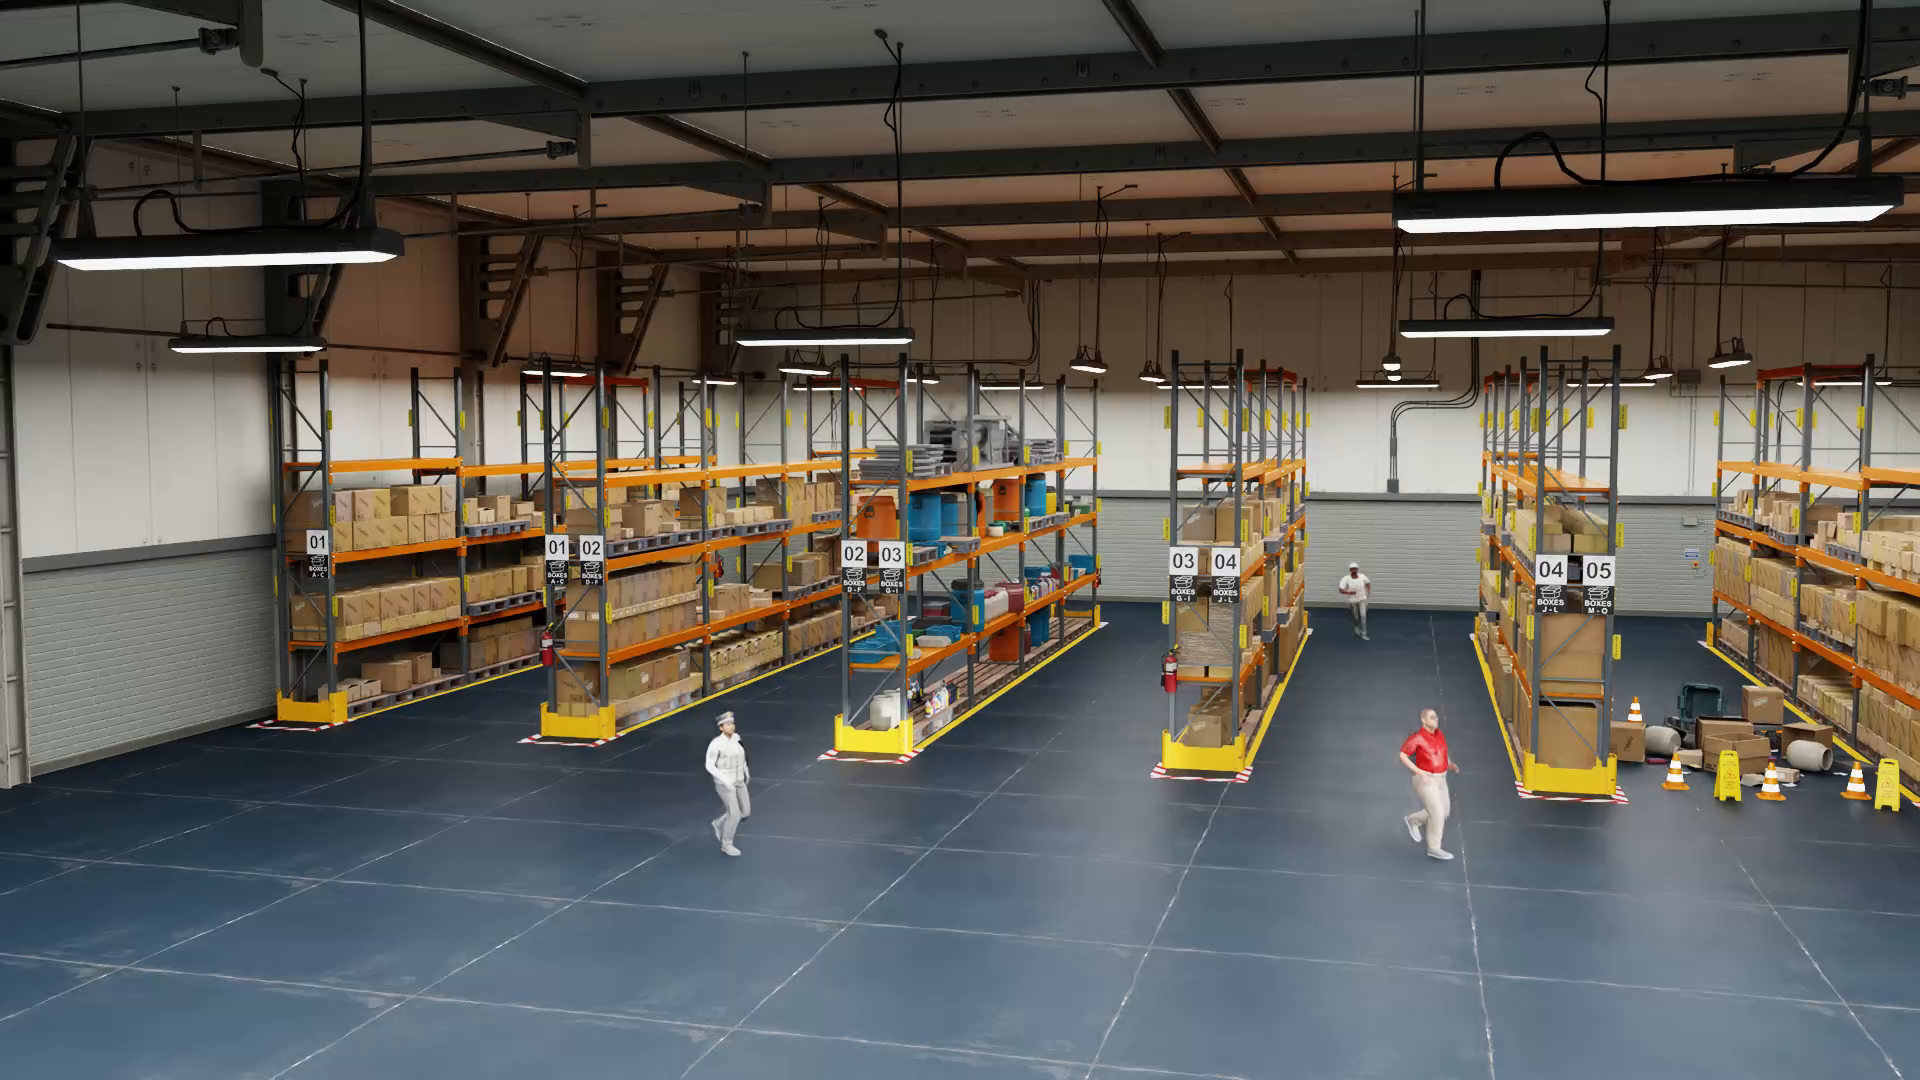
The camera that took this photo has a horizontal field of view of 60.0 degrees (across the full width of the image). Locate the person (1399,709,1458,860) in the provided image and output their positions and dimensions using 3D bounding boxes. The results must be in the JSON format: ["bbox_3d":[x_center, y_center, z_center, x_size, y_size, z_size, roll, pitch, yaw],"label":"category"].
[{"bbox_3d":[5.385,2.785,19.168,0.672,1.675,0.779,-3,5,-35],"label":"person"}]

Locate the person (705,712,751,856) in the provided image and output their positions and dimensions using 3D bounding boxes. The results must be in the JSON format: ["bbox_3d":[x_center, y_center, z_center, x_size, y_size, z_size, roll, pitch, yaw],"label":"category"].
[{"bbox_3d":[-2.685,2.799,19.236,0.508,1.667,0.619,3,5,37],"label":"person"}]

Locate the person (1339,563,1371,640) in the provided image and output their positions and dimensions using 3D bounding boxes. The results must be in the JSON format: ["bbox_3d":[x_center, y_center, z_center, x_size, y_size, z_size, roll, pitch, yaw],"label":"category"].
[{"bbox_3d":[9.096,1.404,38.275,0.739,1.761,0.866,0,4,3],"label":"person"}]
